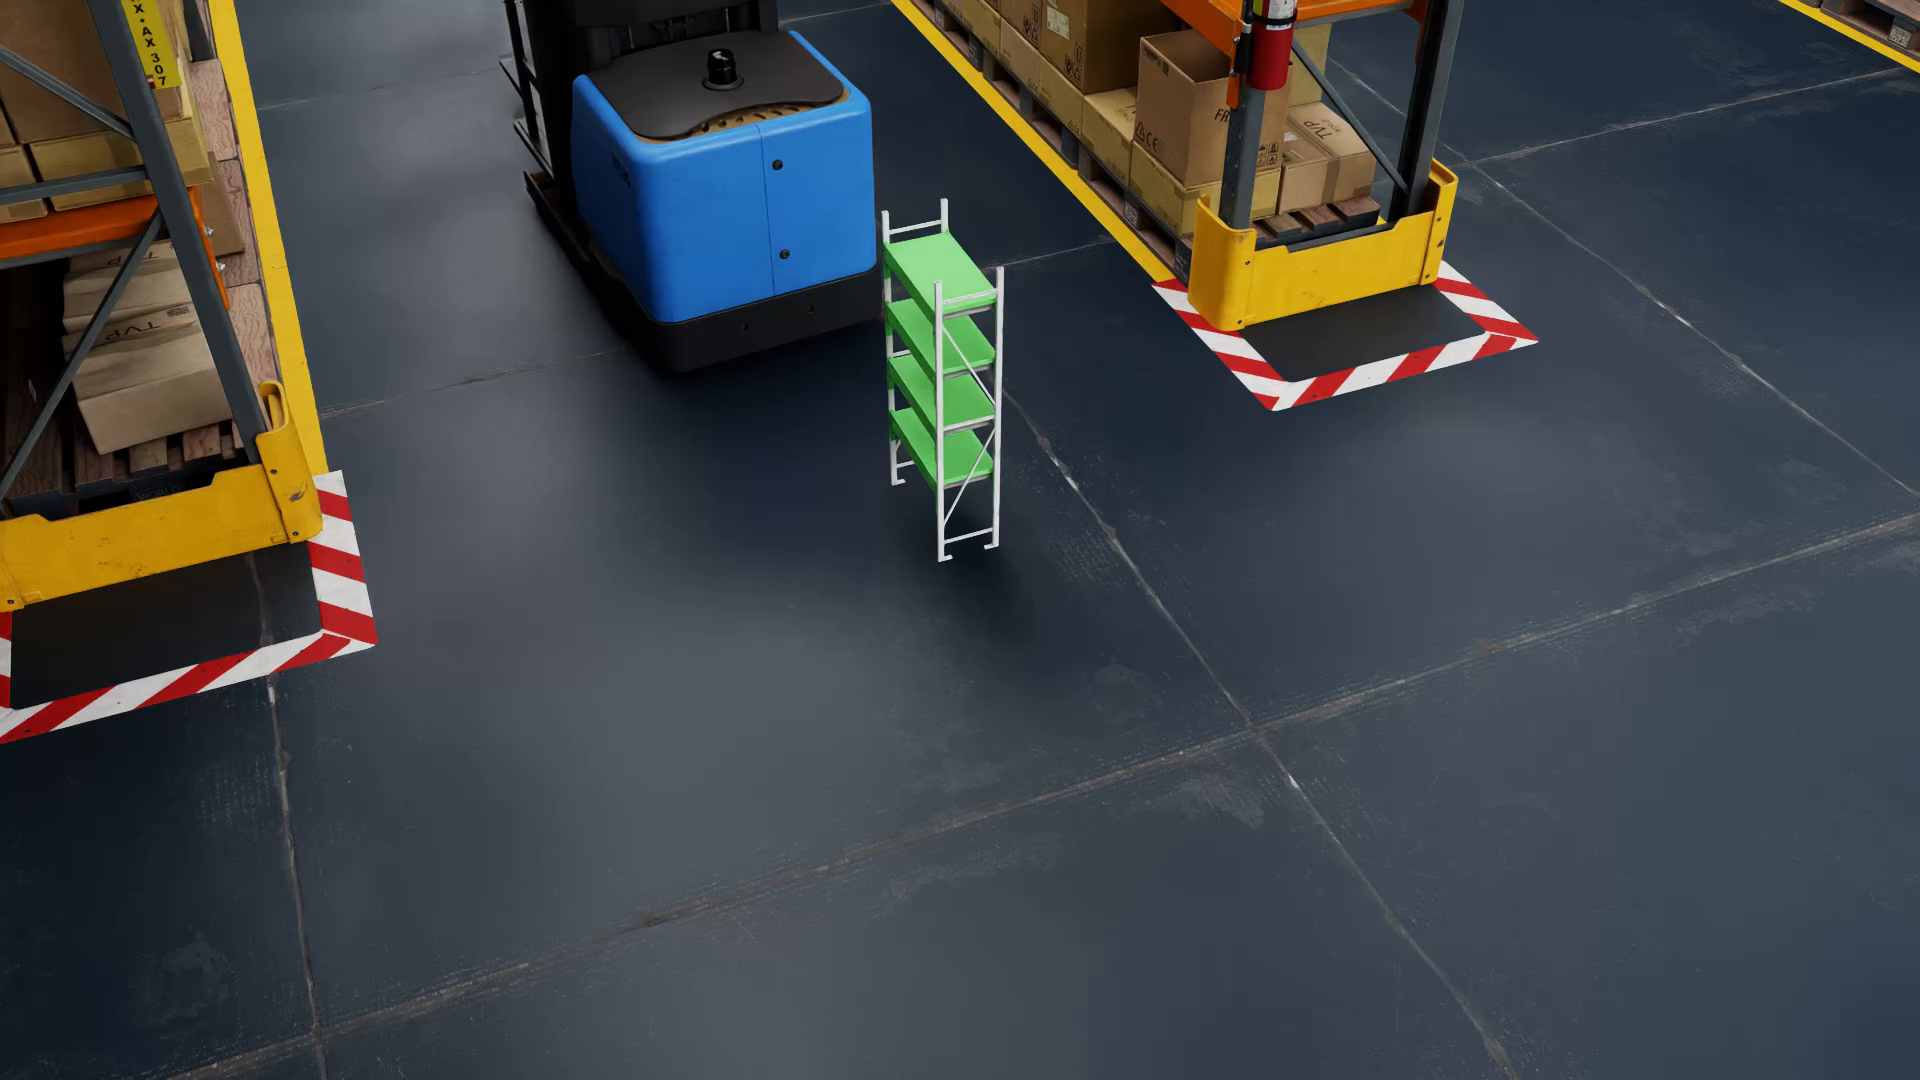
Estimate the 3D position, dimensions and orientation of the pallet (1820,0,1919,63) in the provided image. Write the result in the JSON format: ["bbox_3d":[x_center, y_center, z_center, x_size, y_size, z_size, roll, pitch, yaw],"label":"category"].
[{"bbox_3d":[5.803,-3.006,9.584,1.003,0.211,1.213,-15,43,-17],"label":"pallet"}]

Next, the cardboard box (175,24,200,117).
[{"bbox_3d":[-3.077,-1.700,6.026,0.500,0.250,0.500,-16,43,-18],"label":"cardboard box"}]

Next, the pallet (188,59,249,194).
[{"bbox_3d":[-4.212,-2.024,8.441,1.003,0.211,1.213,-15,43,-17],"label":"pallet"}]

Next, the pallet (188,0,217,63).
[{"bbox_3d":[-4.801,-2.888,9.447,1.003,0.211,1.213,-15,43,-17],"label":"pallet"}]

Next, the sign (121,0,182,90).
[{"bbox_3d":[-2.470,-1.531,5.066,0.100,0.325,0.005,-15,43,-17],"label":"sign"}]

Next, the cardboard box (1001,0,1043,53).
[{"bbox_3d":[0.538,-2.855,8.481,0.500,0.500,0.500,-15,43,-17],"label":"cardboard box"}]

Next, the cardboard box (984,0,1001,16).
[{"bbox_3d":[0.344,-3.156,8.831,0.500,0.500,0.500,-15,43,-17],"label":"cardboard box"}]

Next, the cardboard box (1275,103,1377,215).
[{"bbox_3d":[1.604,-1.800,7.830,0.500,0.250,0.500,-15,43,-17],"label":"cardboard box"}]

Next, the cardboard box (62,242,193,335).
[{"bbox_3d":[-3.371,-0.997,6.834,0.500,0.311,0.500,-12,42,-13],"label":"cardboard box"}]

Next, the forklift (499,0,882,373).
[{"bbox_3d":[-1.472,-2.764,7.216,1.130,2.935,3.031,-19,44,-21],"label":"forklift"}]

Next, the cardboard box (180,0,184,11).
[{"bbox_3d":[-3.457,-2.314,6.740,0.500,0.250,0.500,-15,43,-16],"label":"cardboard box"}]

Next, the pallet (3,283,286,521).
[{"bbox_3d":[-3.279,-0.554,6.732,1.003,0.211,1.213,-15,43,-17],"label":"pallet"}]

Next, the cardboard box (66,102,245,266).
[{"bbox_3d":[-3.606,-1.523,7.301,0.700,0.500,0.500,-18,44,-20],"label":"cardboard box"}]

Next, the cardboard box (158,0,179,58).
[{"bbox_3d":[-3.056,-1.965,5.759,0.500,0.500,0.500,-15,43,-17],"label":"cardboard box"}]

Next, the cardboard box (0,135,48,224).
[{"bbox_3d":[-3.329,-1.251,5.504,0.500,0.250,0.500,-15,43,-16],"label":"cardboard box"}]

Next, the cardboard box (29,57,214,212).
[{"bbox_3d":[-2.865,-1.391,5.667,0.500,0.250,0.500,-16,43,-18],"label":"cardboard box"}]

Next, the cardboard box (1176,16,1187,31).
[{"bbox_3d":[1.208,-2.683,8.282,0.500,0.500,0.500,-15,43,-17],"label":"cardboard box"}]

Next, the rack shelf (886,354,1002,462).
[{"bbox_3d":[-0.063,-0.506,6.016,0.258,0.148,0.480,-15,43,-17],"label":"rack shelf"}]

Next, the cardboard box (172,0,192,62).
[{"bbox_3d":[-3.266,-2.009,6.385,0.500,0.250,0.500,-16,43,-18],"label":"cardboard box"}]

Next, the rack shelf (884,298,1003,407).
[{"bbox_3d":[-0.063,-0.688,5.860,0.258,0.148,0.480,-15,43,-17],"label":"rack shelf"}]

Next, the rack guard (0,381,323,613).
[{"bbox_3d":[-3.000,-0.165,6.059,1.175,0.500,0.348,-15,43,-17],"label":"rack guard"}]

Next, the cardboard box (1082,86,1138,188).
[{"bbox_3d":[0.923,-1.969,8.026,0.500,0.250,0.500,-15,43,-17],"label":"cardboard box"}]

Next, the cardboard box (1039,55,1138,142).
[{"bbox_3d":[0.730,-2.270,8.376,0.500,0.250,0.500,-15,43,-17],"label":"cardboard box"}]

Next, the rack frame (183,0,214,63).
[{"bbox_3d":[-4.502,-3.477,7.992,1.000,3.000,0.127,-15,43,-17],"label":"rack frame"}]

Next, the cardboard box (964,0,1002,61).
[{"bbox_3d":[0.344,-2.872,9.075,0.500,0.250,0.500,-15,43,-17],"label":"cardboard box"}]

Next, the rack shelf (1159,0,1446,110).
[{"bbox_3d":[0.839,-3.237,8.266,1.077,0.370,4.000,-15,43,-17],"label":"rack shelf"}]

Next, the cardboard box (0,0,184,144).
[{"bbox_3d":[-2.876,-1.665,5.410,0.500,0.500,0.500,-15,43,-17],"label":"cardboard box"}]

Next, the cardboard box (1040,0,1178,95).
[{"bbox_3d":[0.728,-2.554,8.131,0.500,0.500,0.500,-15,43,-17],"label":"cardboard box"}]

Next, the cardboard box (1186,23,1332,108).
[{"bbox_3d":[1.411,-2.385,7.935,0.500,0.500,0.500,-15,43,-17],"label":"cardboard box"}]

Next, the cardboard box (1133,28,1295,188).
[{"bbox_3d":[1.124,-1.955,7.435,0.500,0.500,0.500,-15,43,-17],"label":"cardboard box"}]

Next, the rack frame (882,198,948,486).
[{"bbox_3d":[-0.157,-0.702,6.146,0.240,1.200,0.015,-15,43,-17],"label":"rack frame"}]

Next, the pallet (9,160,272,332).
[{"bbox_3d":[-3.742,-1.288,7.585,1.003,0.211,1.213,-15,43,-17],"label":"pallet"}]

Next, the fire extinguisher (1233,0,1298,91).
[{"bbox_3d":[1.220,-2.089,6.438,0.296,0.674,0.183,-15,43,-17],"label":"fire extinguisher"}]

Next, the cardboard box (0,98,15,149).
[{"bbox_3d":[-3.348,-1.533,5.257,0.500,0.500,0.500,-16,43,-17],"label":"cardboard box"}]

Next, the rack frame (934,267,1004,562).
[{"bbox_3d":[0.030,-0.408,5.804,0.240,1.200,0.015,-15,43,-17],"label":"rack frame"}]

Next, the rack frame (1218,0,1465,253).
[{"bbox_3d":[1.604,-2.305,6.630,1.000,3.000,0.127,-15,43,-17],"label":"rack frame"}]

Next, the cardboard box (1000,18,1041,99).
[{"bbox_3d":[0.541,-2.572,8.727,0.500,0.250,0.500,-15,43,-17],"label":"cardboard box"}]

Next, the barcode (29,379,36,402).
[{"bbox_3d":[-3.529,-0.568,6.328,0.001,0.075,0.075,-15,43,-17],"label":"barcode"}]

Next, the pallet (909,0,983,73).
[{"bbox_3d":[0.339,-3.168,9.772,1.003,0.211,1.213,-15,43,-17],"label":"pallet"}]

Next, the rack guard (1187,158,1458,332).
[{"bbox_3d":[1.613,-1.343,7.428,1.175,0.500,0.348,-15,43,-17],"label":"rack guard"}]

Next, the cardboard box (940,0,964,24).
[{"bbox_3d":[0.157,-3.174,9.427,0.500,0.250,0.500,-15,43,-17],"label":"cardboard box"}]

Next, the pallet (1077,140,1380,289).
[{"bbox_3d":[1.273,-1.698,8.063,1.003,0.211,1.213,-15,43,-17],"label":"pallet"}]

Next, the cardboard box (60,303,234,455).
[{"bbox_3d":[-3.153,-0.654,6.434,0.500,0.311,0.500,-20,45,-22],"label":"cardboard box"}]

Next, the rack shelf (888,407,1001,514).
[{"bbox_3d":[-0.063,-0.324,6.173,0.258,0.148,0.480,-15,43,-17],"label":"rack shelf"}]

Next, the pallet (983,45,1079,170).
[{"bbox_3d":[0.810,-2.432,8.916,1.003,0.211,1.213,-15,43,-17],"label":"pallet"}]

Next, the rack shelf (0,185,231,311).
[{"bbox_3d":[-3.737,-1.999,6.826,1.077,0.370,4.000,-15,43,-17],"label":"rack shelf"}]

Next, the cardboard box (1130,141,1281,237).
[{"bbox_3d":[1.126,-1.671,7.680,0.500,0.250,0.500,-15,43,-17],"label":"cardboard box"}]

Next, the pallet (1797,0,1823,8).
[{"bbox_3d":[5.340,-3.740,10.437,1.003,0.211,1.213,-15,43,-17],"label":"pallet"}]

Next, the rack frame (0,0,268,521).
[{"bbox_3d":[-2.971,-1.067,5.190,1.000,3.000,0.127,-15,43,-17],"label":"rack frame"}]

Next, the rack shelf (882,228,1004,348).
[{"bbox_3d":[-0.063,-0.870,5.703,0.258,0.148,0.480,-15,43,-17],"label":"rack shelf"}]

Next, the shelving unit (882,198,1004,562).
[{"bbox_3d":[-0.063,-0.555,5.975,0.258,1.200,0.503,-15,43,-17],"label":"shelving unit"}]

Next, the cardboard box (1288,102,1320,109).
[{"bbox_3d":[1.410,-2.101,8.179,0.500,0.250,0.500,-15,43,-17],"label":"cardboard box"}]
